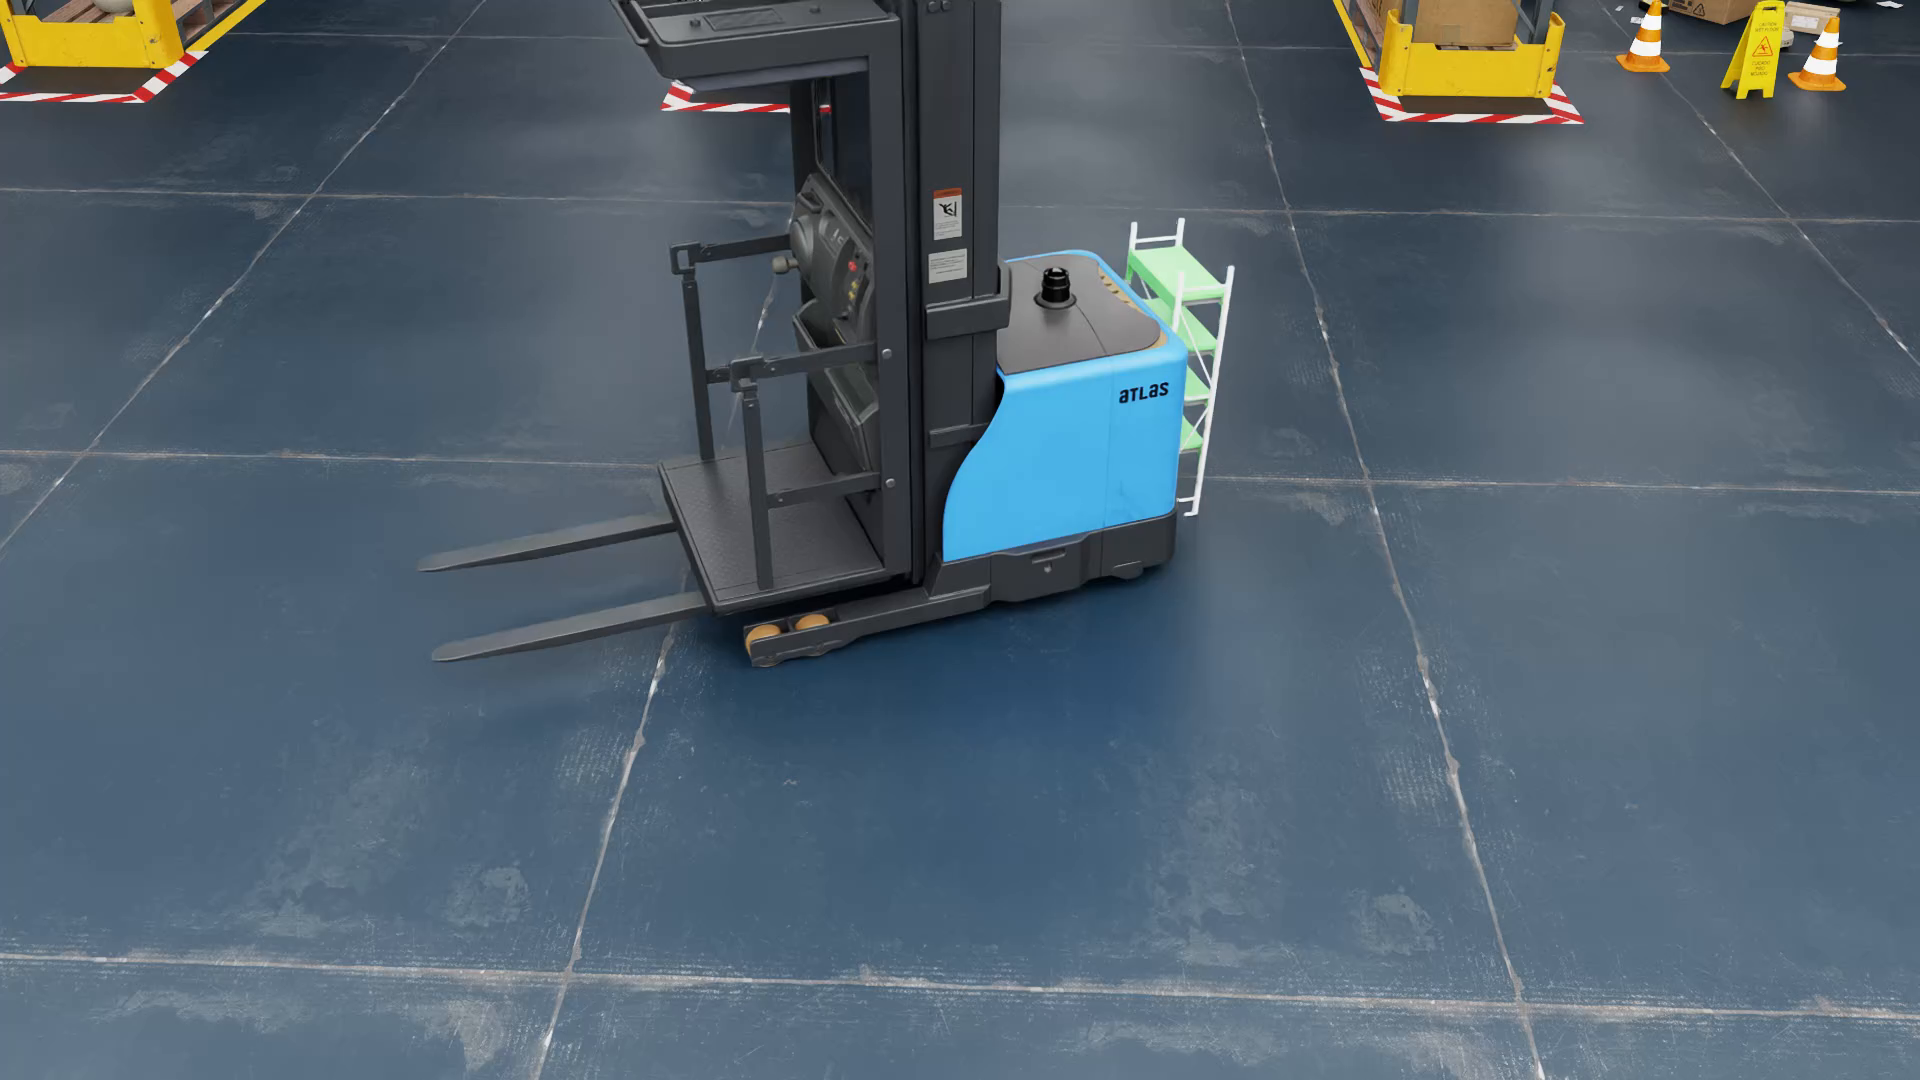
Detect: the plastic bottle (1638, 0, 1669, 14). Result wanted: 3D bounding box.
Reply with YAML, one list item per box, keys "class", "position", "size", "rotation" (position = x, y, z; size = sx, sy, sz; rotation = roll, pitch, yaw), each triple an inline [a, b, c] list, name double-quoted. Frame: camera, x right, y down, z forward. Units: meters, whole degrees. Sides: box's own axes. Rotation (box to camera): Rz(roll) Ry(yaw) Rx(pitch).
- class: "plastic bottle"
  position: [5.512, -4.262, 13.261]
  size: [0.133, 0.061, 0.283]
  rotation: [-10, 36, -14]

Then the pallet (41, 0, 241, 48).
- class: "pallet"
  position: [-6.329, -4.111, 12.915]
  size: [1.003, 0.211, 1.213]
  rotation: [1, 35, 2]

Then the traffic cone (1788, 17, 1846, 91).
- class: "traffic cone"
  position: [6.134, -3.466, 11.779]
  size: [0.336, 0.463, 0.334]
  rotation: [1, 35, 2]

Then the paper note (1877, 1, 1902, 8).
- class: "paper note"
  position: [7.471, -4.306, 13.350]
  size: [0.142, 0.019, 0.148]
  rotation: [-10, 36, -14]

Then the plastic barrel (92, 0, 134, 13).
- class: "plastic barrel"
  position: [-6.373, -4.274, 12.521]
  size: [0.421, 0.512, 0.421]
  rotation: [0, 35, 0]

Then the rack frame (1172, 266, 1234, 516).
- class: "rack frame"
  position: [0.969, -0.598, 7.046]
  size: [0.240, 1.200, 0.015]
  rotation: [-8, 36, -16]

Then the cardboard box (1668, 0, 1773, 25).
- class: "cardboard box"
  position: [6.069, -4.443, 13.134]
  size: [0.797, 0.503, 0.637]
  rotation: [-24, 42, -30]

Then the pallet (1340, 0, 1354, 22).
- class: "pallet"
  position: [3.584, -4.472, 13.430]
  size: [1.003, 0.211, 1.213]
  rotation: [1, 35, 2]

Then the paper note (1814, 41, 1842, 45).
- class: "paper note"
  position: [6.577, -3.771, 12.589]
  size: [0.148, 0.019, 0.142]
  rotation: [-10, 36, -14]

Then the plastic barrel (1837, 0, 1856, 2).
- class: "plastic barrel"
  position: [7.098, -4.564, 13.376]
  size: [0.512, 0.421, 0.421]
  rotation: [28, 44, 33]

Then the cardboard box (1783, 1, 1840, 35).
- class: "cardboard box"
  position: [6.562, -4.030, 12.854]
  size: [0.380, 0.149, 0.250]
  rotation: [20, 40, 26]

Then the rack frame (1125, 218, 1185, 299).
- class: "rack frame"
  position: [0.818, -0.864, 7.426]
  size: [0.240, 1.200, 0.015]
  rotation: [-8, 36, -16]

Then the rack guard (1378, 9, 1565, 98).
- class: "rack guard"
  position: [3.577, -3.417, 11.677]
  size: [1.175, 0.500, 0.348]
  rotation: [1, 35, 2]

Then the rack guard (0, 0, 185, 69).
- class: "rack guard"
  position: [-6.367, -3.762, 12.168]
  size: [1.175, 0.500, 0.348]
  rotation: [1, 35, 2]

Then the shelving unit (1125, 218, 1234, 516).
- class: "shelving unit"
  position: [0.893, -0.731, 7.236]
  size: [0.258, 1.200, 0.503]
  rotation: [-8, 36, -16]

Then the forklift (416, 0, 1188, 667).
- class: "forklift"
  position: [-0.665, -1.043, 6.186]
  size: [3.031, 2.935, 1.130]
  rotation: [-12, 37, -16]

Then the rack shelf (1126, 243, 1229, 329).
- class: "rack shelf"
  position: [0.912, -1.075, 7.002]
  size: [0.258, 0.148, 0.480]
  rotation: [-8, 36, -16]

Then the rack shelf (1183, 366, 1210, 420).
- class: "rack shelf"
  position: [0.890, -0.678, 7.272]
  size: [0.258, 0.148, 0.480]
  rotation: [-8, 36, -16]

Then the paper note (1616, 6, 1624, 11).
- class: "paper note"
  position: [5.271, -4.250, 13.289]
  size: [0.032, 0.001, 0.123]
  rotation: [20, 40, 26]

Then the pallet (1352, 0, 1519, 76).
- class: "pallet"
  position: [3.532, -3.773, 12.436]
  size: [1.003, 0.211, 1.213]
  rotation: [1, 35, 2]

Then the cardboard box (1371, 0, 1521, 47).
- class: "cardboard box"
  position: [3.539, -4.147, 12.024]
  size: [0.875, 0.875, 0.875]
  rotation: [2, 35, 2]

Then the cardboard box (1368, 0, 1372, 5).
- class: "cardboard box"
  position: [3.573, -4.652, 12.744]
  size: [0.875, 0.875, 0.875]
  rotation: [1, 35, 1]

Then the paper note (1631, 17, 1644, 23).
- class: "paper note"
  position: [5.336, -4.075, 13.024]
  size: [0.144, 0.017, 0.142]
  rotation: [13, 37, 18]

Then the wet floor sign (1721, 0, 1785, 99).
- class: "wet floor sign"
  position: [5.555, -3.427, 11.566]
  size: [0.267, 0.644, 0.232]
  rotation: [-4, 35, -6]

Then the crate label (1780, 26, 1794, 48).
- class: "crate label"
  position: [6.103, -3.786, 12.518]
  size: [0.250, 0.136, 0.298]
  rotation: [-17, 38, -22]

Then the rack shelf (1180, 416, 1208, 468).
- class: "rack shelf"
  position: [0.879, -0.480, 7.407]
  size: [0.258, 0.148, 0.480]
  rotation: [-8, 36, -16]

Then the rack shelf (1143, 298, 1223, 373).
- class: "rack shelf"
  position: [0.901, -0.876, 7.137]
  size: [0.258, 0.148, 0.480]
  rotation: [-8, 36, -16]

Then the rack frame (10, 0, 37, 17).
- class: "rack frame"
  position: [-6.323, -4.740, 11.386]
  size: [1.000, 3.000, 0.127]
  rotation: [1, 35, 2]

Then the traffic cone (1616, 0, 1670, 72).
- class: "traffic cone"
  position: [5.018, -3.687, 12.094]
  size: [0.336, 0.463, 0.334]
  rotation: [1, 35, 2]

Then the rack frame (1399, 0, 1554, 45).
- class: "rack frame"
  position: [3.578, -4.453, 10.977]
  size: [1.000, 3.000, 0.127]
  rotation: [1, 35, 2]
